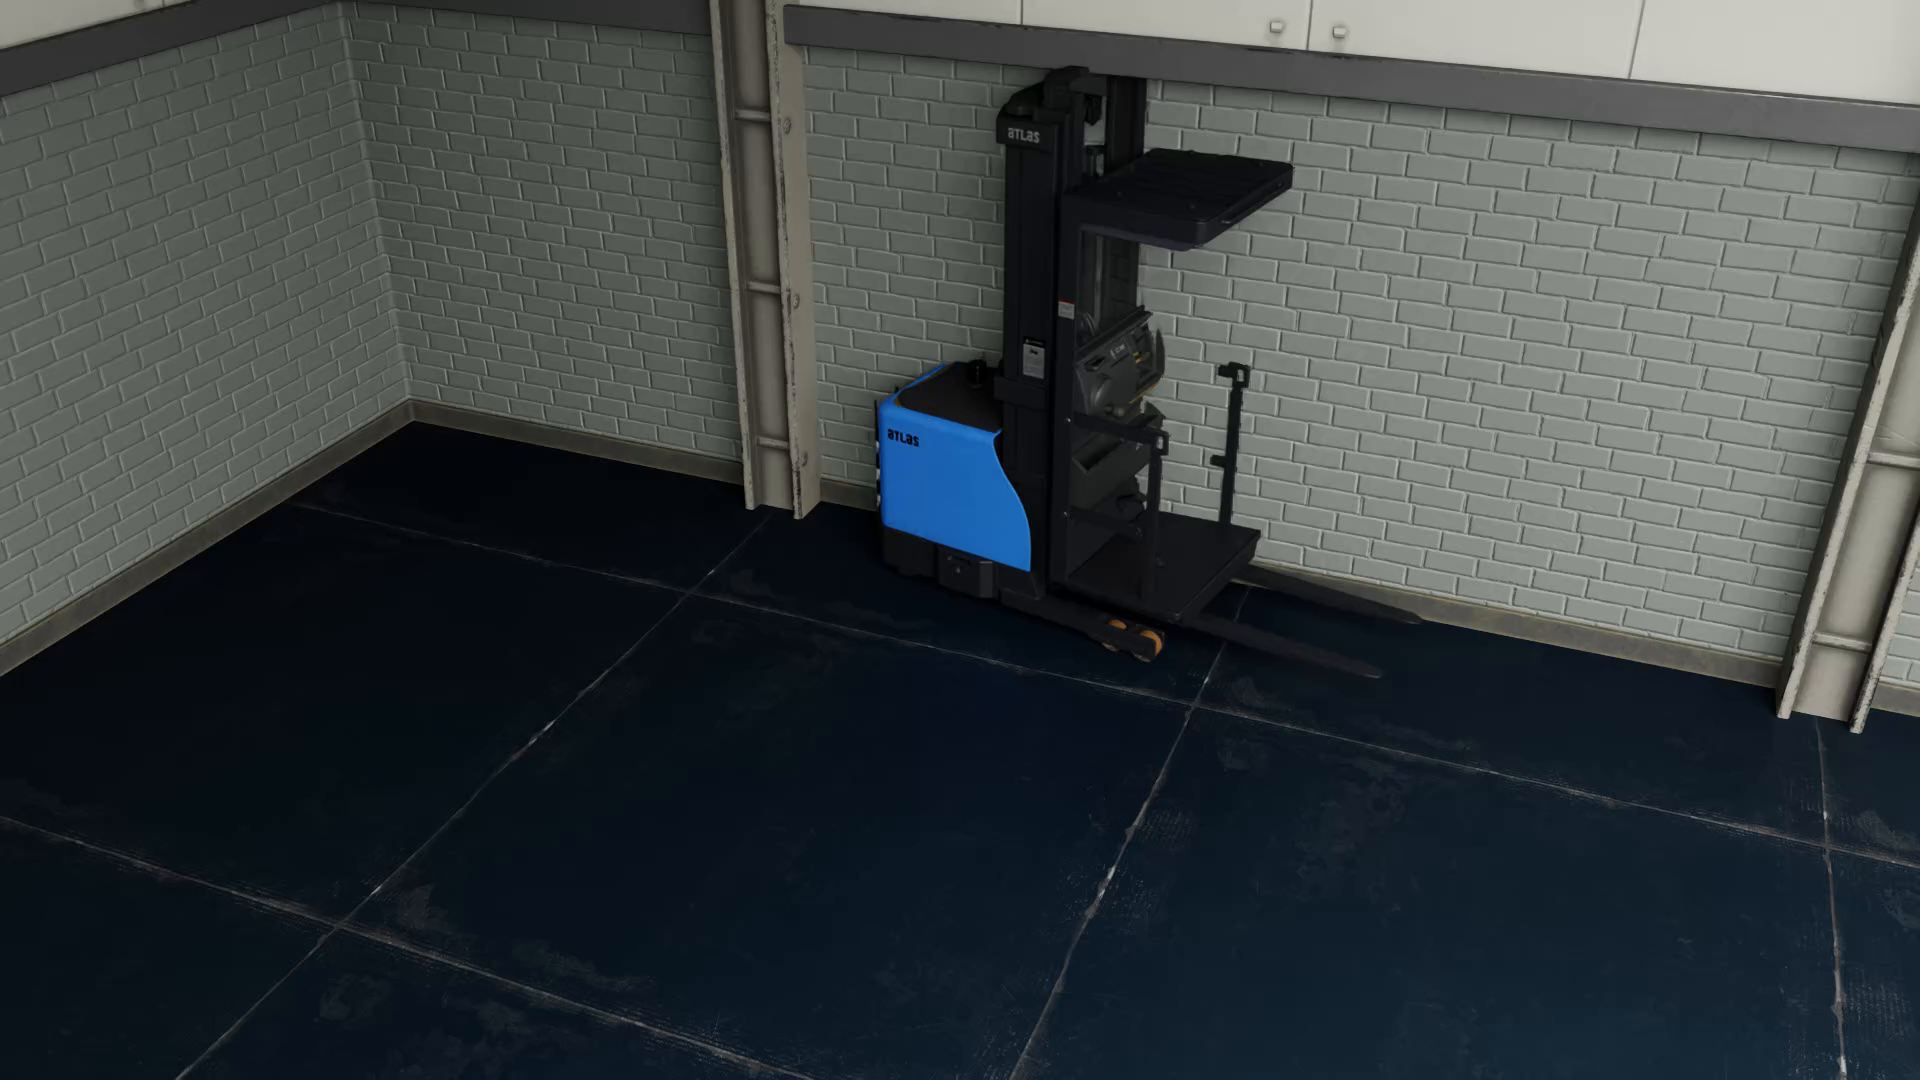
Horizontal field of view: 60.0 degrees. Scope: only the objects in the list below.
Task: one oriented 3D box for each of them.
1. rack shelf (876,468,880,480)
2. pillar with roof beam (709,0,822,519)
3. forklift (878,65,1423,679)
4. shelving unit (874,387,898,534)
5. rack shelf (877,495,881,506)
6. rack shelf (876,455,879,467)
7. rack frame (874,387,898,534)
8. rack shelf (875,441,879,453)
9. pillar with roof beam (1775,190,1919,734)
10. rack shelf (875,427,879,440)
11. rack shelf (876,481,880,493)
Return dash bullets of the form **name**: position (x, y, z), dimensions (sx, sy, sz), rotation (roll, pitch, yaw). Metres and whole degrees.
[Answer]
- **rack shelf**: position (-0.352, -0.420, 10.058), dimensions (0.200, 0.077, 0.258), rotation (17, 34, 28)
- **pillar with roof beam**: position (-2.737, -2.189, 4.889), dimensions (0.400, 9.000, 9.100), rotation (11, 31, 19)
- **forklift**: position (1.040, -0.919, 8.809), dimensions (3.031, 2.935, 1.130), rotation (17, 34, 28)
- **shelving unit**: position (-0.352, -0.449, 10.041), dimensions (0.210, 0.900, 0.258), rotation (17, 34, 28)
- **rack shelf**: position (-0.352, -0.263, 10.146), dimensions (0.200, 0.077, 0.258), rotation (17, 34, 28)
- **rack shelf**: position (-0.352, -0.499, 10.013), dimensions (0.200, 0.077, 0.258), rotation (17, 34, 28)
- **rack frame**: position (-0.438, -0.476, 10.089), dimensions (0.006, 0.900, 0.240), rotation (17, 34, 28)
- **rack shelf**: position (-0.352, -0.577, 9.969), dimensions (0.200, 0.077, 0.258), rotation (17, 34, 28)
- **pillar with roof beam**: position (2.823, -1.079, 2.925), dimensions (0.400, 9.000, 9.100), rotation (11, 31, 19)
- **rack shelf**: position (-0.352, -0.655, 9.925), dimensions (0.200, 0.077, 0.258), rotation (17, 34, 28)
- **rack shelf**: position (-0.352, -0.342, 10.102), dimensions (0.200, 0.077, 0.258), rotation (17, 34, 28)
